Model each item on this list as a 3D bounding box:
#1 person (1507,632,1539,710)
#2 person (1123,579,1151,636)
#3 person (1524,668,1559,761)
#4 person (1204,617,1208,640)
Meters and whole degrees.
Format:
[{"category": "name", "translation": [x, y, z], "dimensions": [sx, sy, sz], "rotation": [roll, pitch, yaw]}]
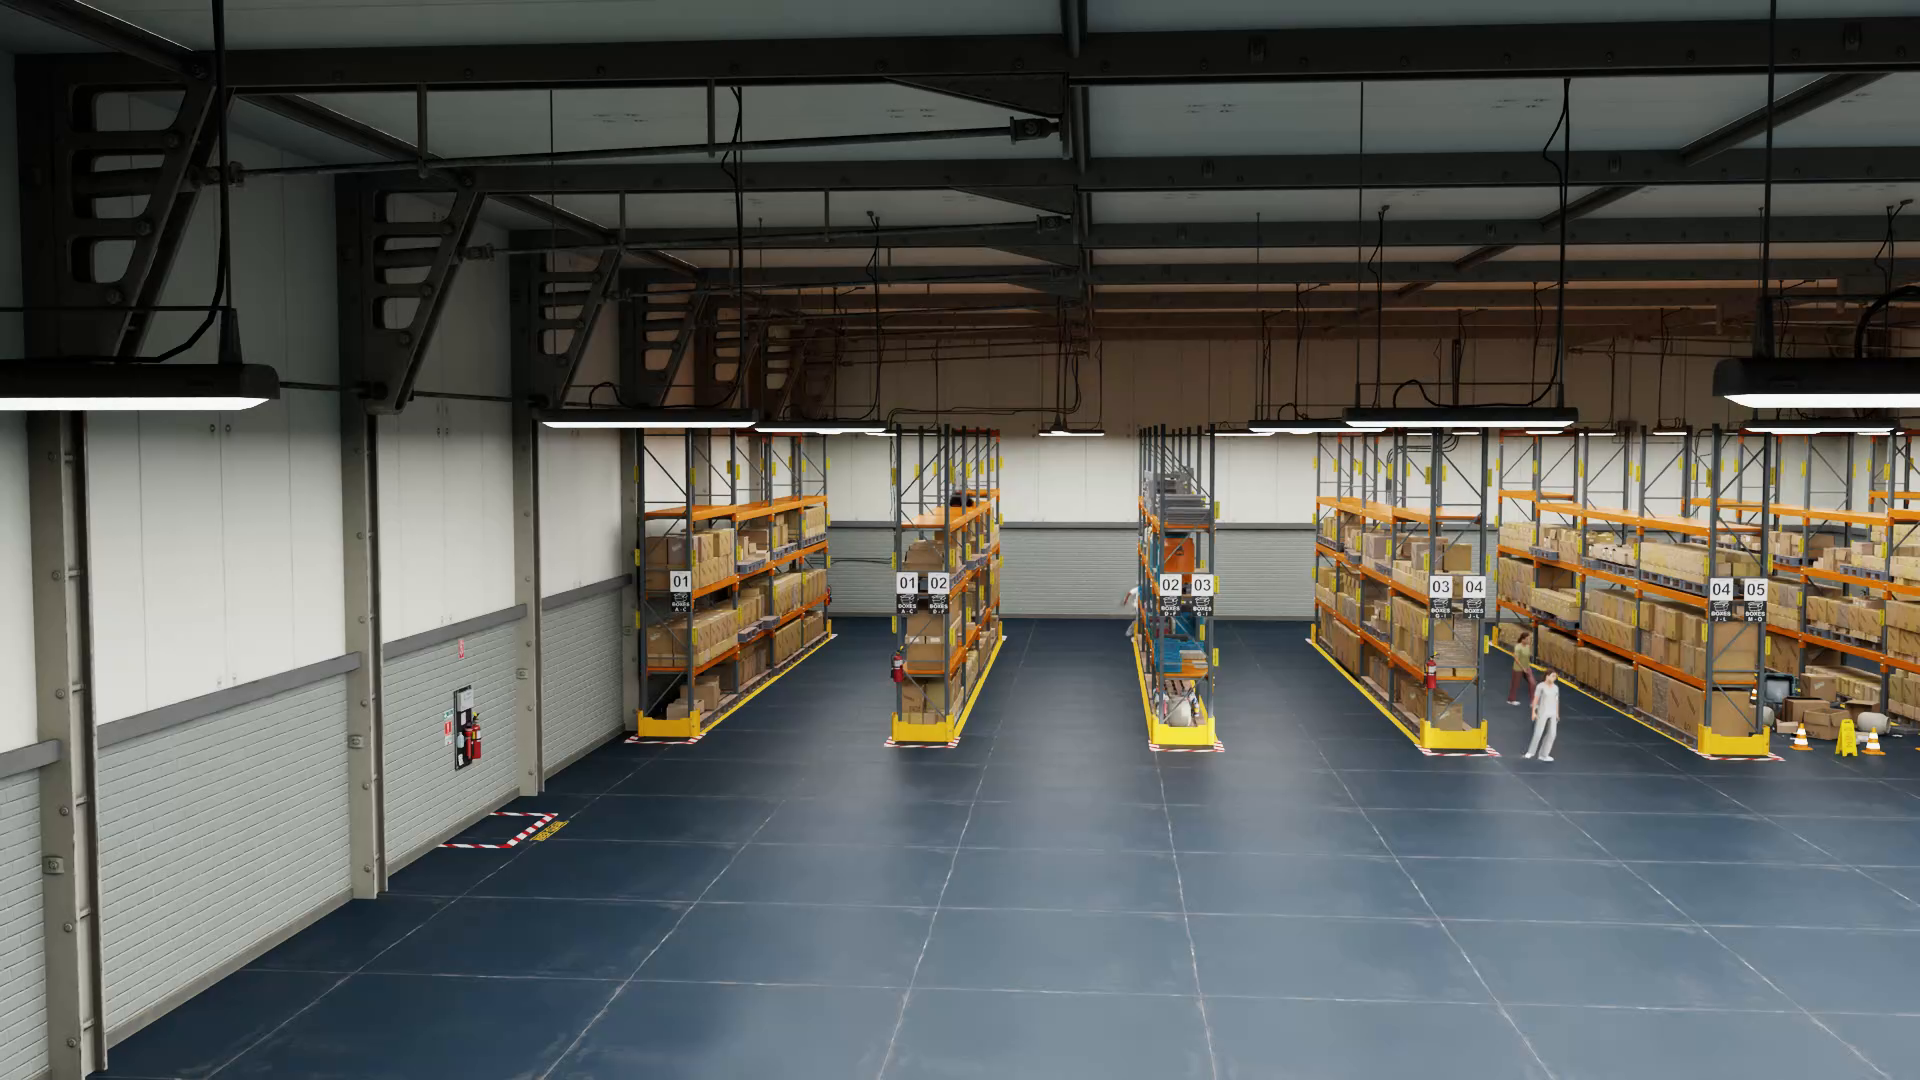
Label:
[{"category": "person", "translation": [11.945, 2.779, 35.375], "dimensions": [0.529, 1.693, 0.828], "rotation": [-1, 4, -21]}, {"category": "person", "translation": [5.243, 1.956, 48.319], "dimensions": [0.866, 1.649, 0.719], "rotation": [-2, 4, -34]}, {"category": "person", "translation": [10.339, 3.094, 29.538], "dimensions": [0.575, 1.650, 0.460], "rotation": [-1, 4, -16]}, {"category": "person", "translation": [6.825, 2.000, 47.550], "dimensions": [0.549, 1.671, 0.890], "rotation": [-1, 4, -20]}]
